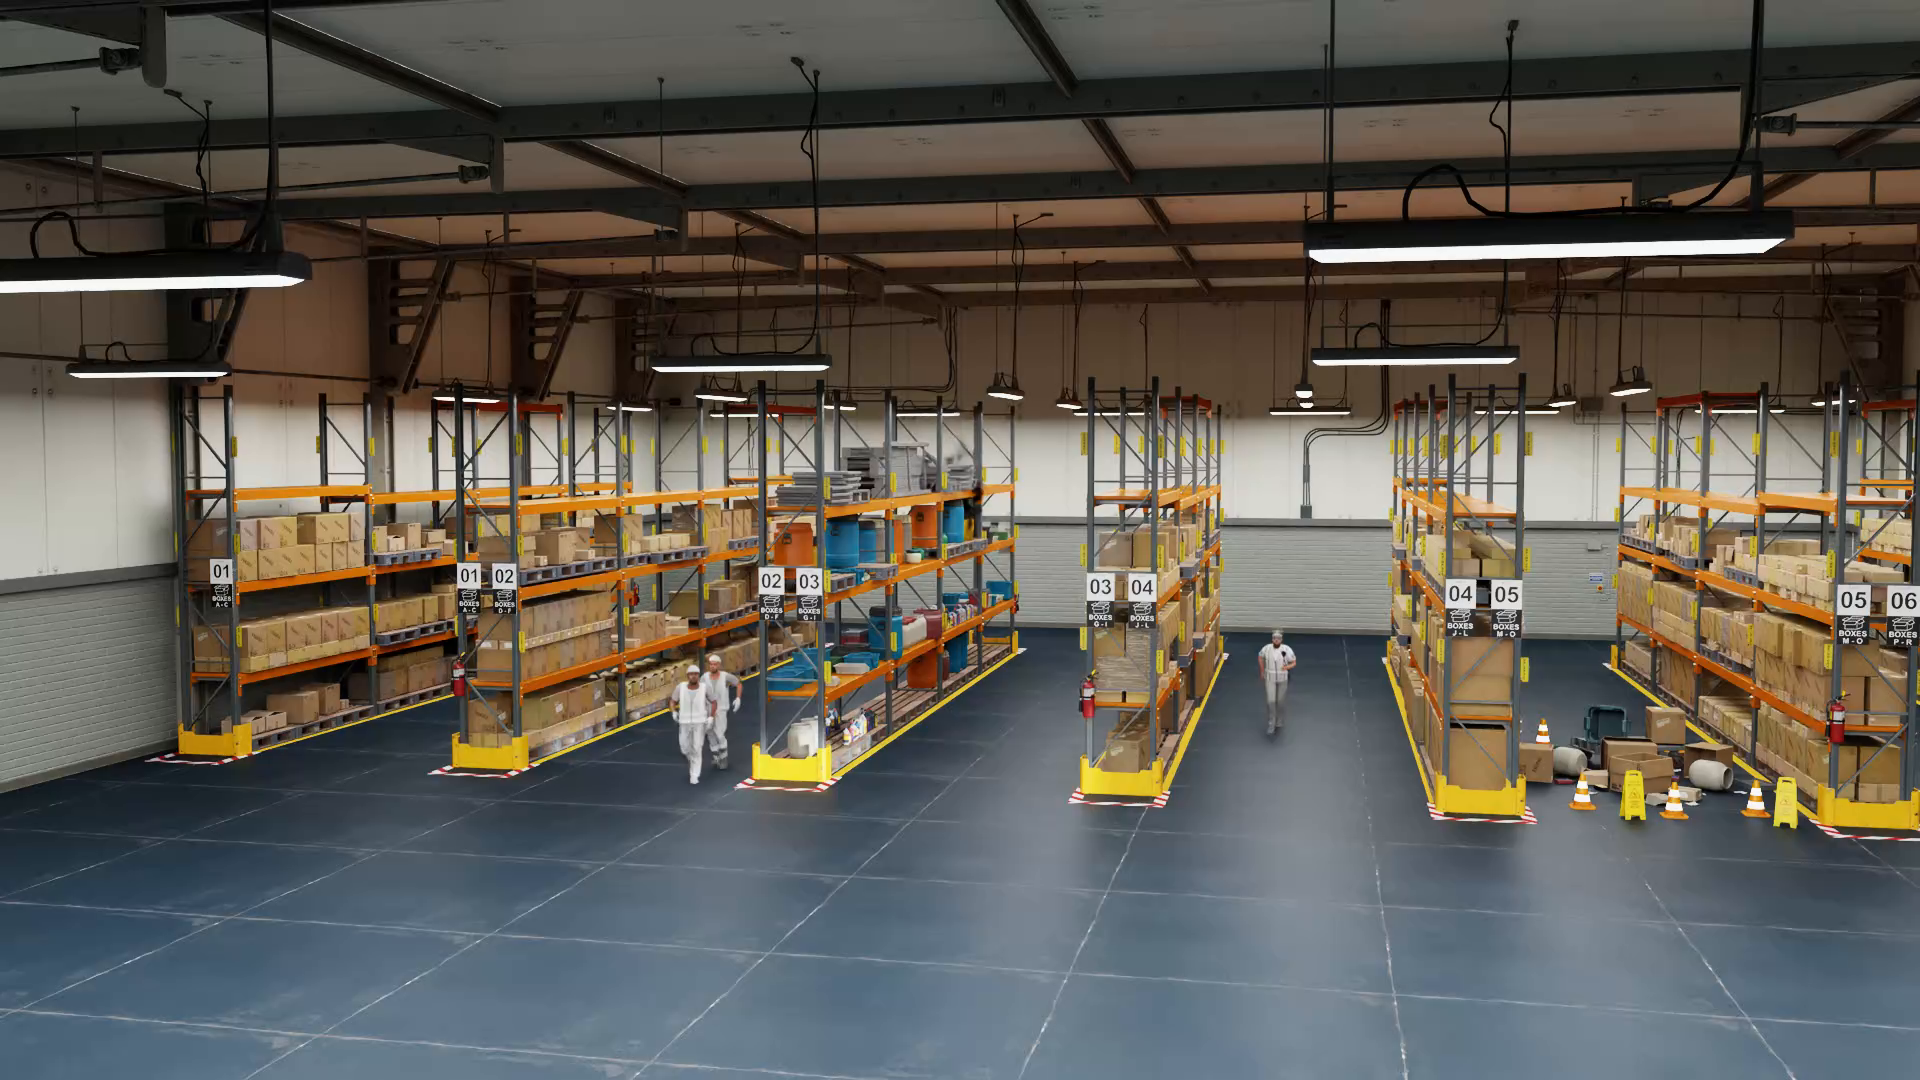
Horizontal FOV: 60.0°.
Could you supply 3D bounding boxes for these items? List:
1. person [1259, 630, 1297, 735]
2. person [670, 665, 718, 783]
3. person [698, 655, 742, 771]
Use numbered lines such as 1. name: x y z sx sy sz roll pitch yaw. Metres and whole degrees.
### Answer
1. person: 5.595 2.479 29.299 0.650 1.826 0.832 0 3 8
2. person: -4.009 2.743 24.950 0.701 1.747 0.557 0 3 0
3. person: -3.767 2.674 25.741 0.675 1.797 0.696 0 3 8
